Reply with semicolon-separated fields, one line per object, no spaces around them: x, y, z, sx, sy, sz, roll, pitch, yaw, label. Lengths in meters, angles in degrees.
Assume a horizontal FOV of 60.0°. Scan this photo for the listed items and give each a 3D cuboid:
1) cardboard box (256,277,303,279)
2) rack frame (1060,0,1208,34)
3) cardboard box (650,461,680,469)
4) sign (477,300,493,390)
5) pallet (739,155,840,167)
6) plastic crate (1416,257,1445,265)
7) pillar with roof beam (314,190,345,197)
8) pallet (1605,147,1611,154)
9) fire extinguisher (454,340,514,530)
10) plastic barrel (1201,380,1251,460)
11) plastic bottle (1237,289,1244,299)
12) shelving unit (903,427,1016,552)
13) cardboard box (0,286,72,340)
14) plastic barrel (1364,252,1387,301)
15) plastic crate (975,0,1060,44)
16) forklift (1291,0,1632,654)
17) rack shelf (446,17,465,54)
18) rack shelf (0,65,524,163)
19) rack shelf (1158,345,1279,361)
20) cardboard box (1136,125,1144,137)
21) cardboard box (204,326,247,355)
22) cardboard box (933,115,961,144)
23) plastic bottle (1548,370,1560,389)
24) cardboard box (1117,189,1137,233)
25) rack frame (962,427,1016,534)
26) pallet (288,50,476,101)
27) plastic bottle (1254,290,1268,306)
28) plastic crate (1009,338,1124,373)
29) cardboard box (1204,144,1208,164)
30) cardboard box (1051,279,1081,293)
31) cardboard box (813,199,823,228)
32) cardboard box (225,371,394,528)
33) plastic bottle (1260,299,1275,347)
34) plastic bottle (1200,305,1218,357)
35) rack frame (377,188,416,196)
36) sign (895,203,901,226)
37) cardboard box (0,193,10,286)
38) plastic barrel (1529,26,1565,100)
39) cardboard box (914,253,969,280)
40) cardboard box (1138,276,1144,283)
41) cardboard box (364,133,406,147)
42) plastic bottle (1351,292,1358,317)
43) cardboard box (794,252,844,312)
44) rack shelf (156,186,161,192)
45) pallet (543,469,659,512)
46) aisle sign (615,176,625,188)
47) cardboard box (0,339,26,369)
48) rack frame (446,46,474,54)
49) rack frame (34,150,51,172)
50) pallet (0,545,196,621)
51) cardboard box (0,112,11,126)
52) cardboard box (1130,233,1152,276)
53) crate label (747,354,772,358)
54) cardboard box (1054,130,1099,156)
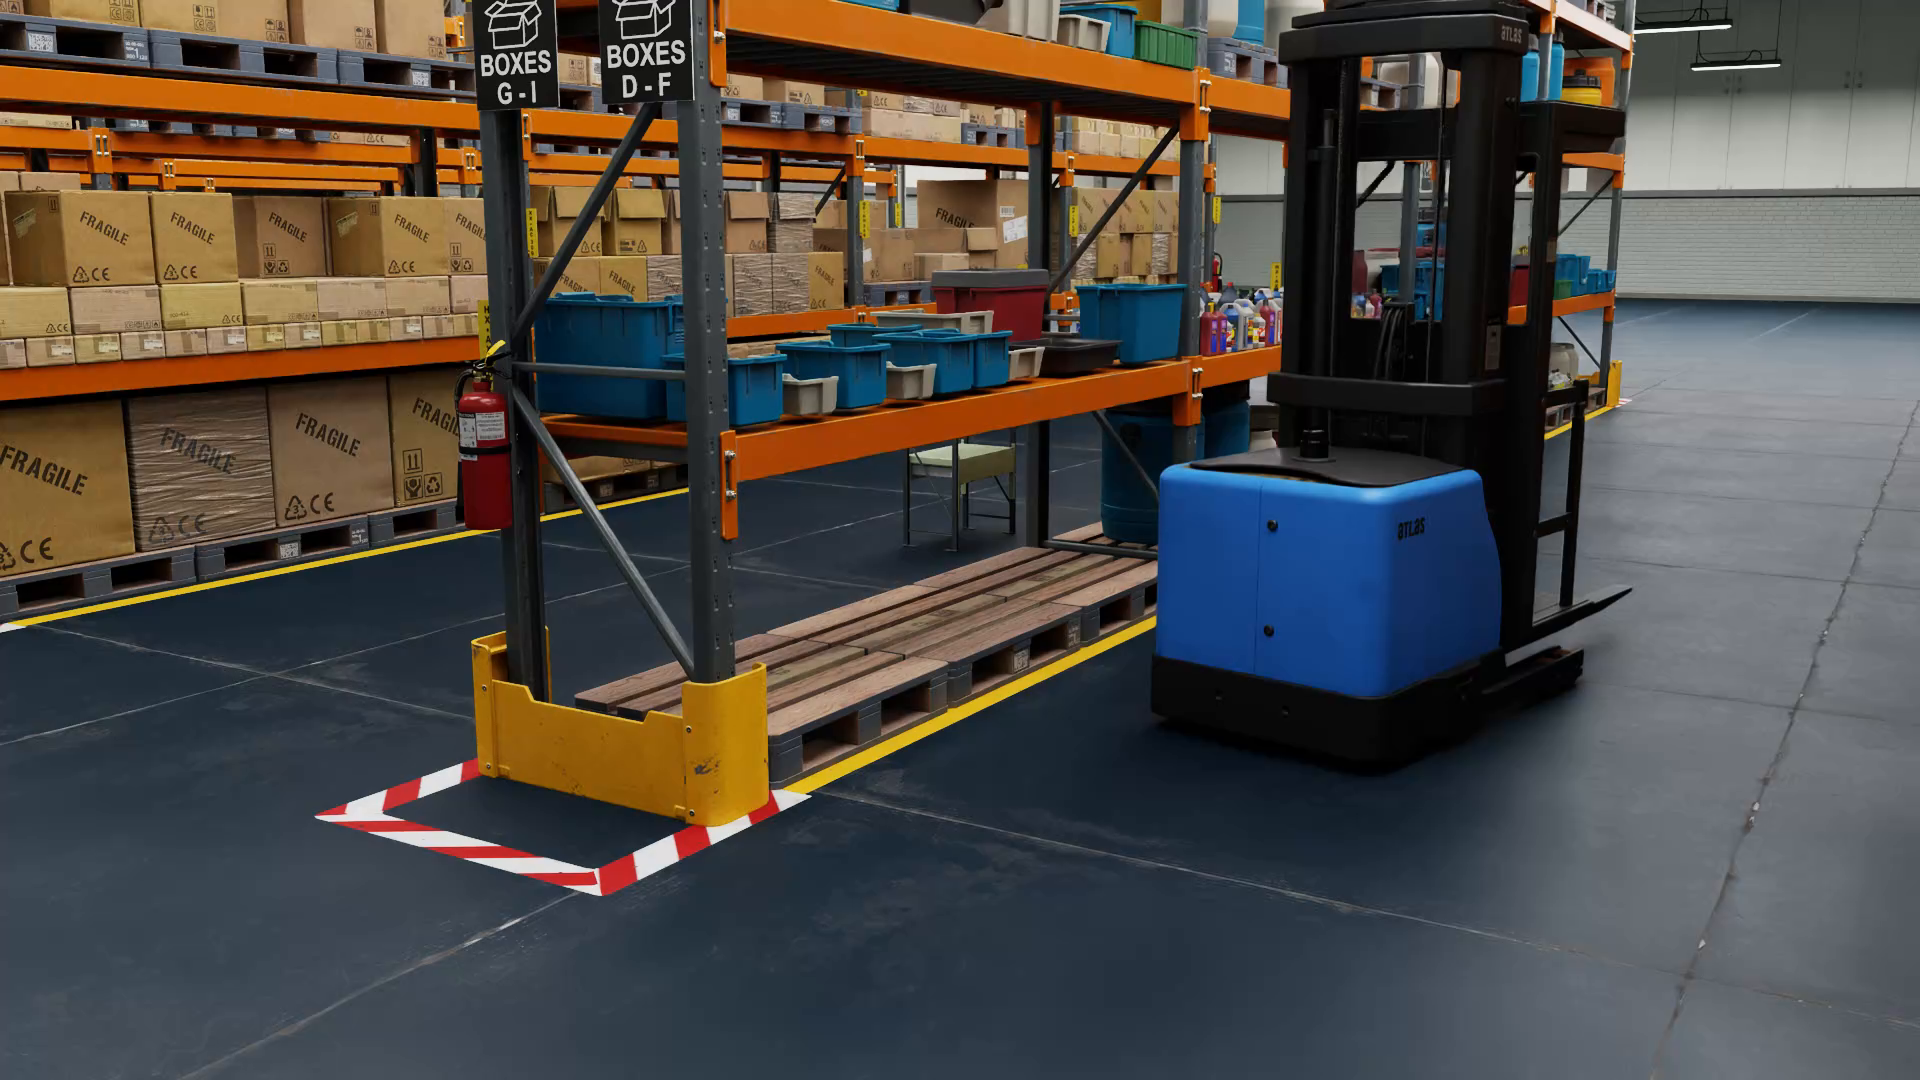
-4.391;-1.547;10.582;0.500;0.250;0.500;7;13;32;cardboard box
0.837;-4.159;8.631;1.000;3.000;0.127;6;12;31;rack frame
-2.618;-1.089;13.166;1.225;0.875;0.875;6;12;29;cardboard box
-1.719;-0.712;6.075;0.100;0.325;0.005;6;12;31;sign
-2.362;-5.181;22.482;1.003;0.211;1.213;6;12;31;pallet
4.014;-2.096;13.738;0.402;0.464;0.583;6;12;31;plastic crate
-7.333;-7.505;26.504;9.100;9.000;0.400;6;12;31;pillar with roof beam
6.554;-4.358;18.360;1.003;0.211;1.213;6;12;31;pallet
-1.707;-0.380;5.969;0.296;0.674;0.183;6;12;31;fire extinguisher
1.501;-0.581;10.380;0.600;0.901;0.708;6;12;31;plastic barrel
1.944;-1.619;11.683;0.061;0.283;0.133;6;12;31;plastic bottle
0.003;-0.738;10.736;0.431;1.500;0.755;6;12;31;shelving unit
-4.993;-1.177;8.602;0.500;0.250;0.500;6;12;29;cardboard box
3.265;-2.077;13.506;0.421;0.512;0.421;0;11;0;plastic barrel
0.174;-2.317;7.262;0.437;0.282;0.530;6;12;31;plastic crate
2.138;-0.818;7.275;1.121;2.935;3.031;9;14;41;forklift
-4.468;-5.516;18.918;1.077;0.370;4.000;6;12;31;rack shelf
-4.435;-2.490;9.820;1.077;0.370;4.000;6;12;31;rack shelf
1.875;-1.267;10.911;0.919;0.124;3.809;6;12;31;rack shelf
1.938;-4.813;19.596;0.380;0.149;0.250;7;13;32;cardboard box
-4.341;-1.158;9.584;0.380;0.149;0.250;6;12;30;cardboard box
-0.333;-3.925;15.941;0.500;0.250;0.500;7;13;32;cardboard box
6.082;-1.567;17.089;0.144;0.351;0.185;6;12;30;plastic bottle
1.726;-3.832;19.391;0.500;0.500;0.500;6;12;31;cardboard box
0.193;-0.796;11.044;0.400;1.500;0.023;6;12;31;rack frame
-3.830;-2.987;10.760;1.003;0.211;1.213;6;12;31;pallet
2.141;-1.645;11.853;0.097;0.271;0.097;0;11;0;plastic bottle
5.660;-0.959;7.056;10.364;0.629;4.185;6;12;31;plastic crate
2.800;-4.871;20.994;0.500;0.250;0.500;7;13;32;cardboard box
1.126;-2.823;18.481;0.380;0.149;0.250;6;12;31;cardboard box
-2.356;-4.344;22.580;0.875;0.550;0.500;6;12;31;cardboard box
-4.275;-0.608;10.597;0.875;0.875;0.875;6;12;31;cardboard box
1.853;-1.310;10.030;0.061;0.283;0.133;6;12;31;plastic bottle
1.392;-1.170;9.284;0.061;0.283;0.133;6;12;31;plastic bottle
-9.880;-4.991;29.378;1.000;3.000;0.127;6;12;31;rack frame
-0.896;-4.692;23.990;0.100;0.325;0.005;6;12;31;sign
-5.445;-1.597;8.811;0.500;0.500;0.500;7;12;31;cardboard box
5.598;-4.542;16.324;0.600;0.901;0.708;6;12;31;plastic barrel
-0.253;-2.687;16.336;0.500;0.250;0.500;6;12;29;cardboard box
1.984;-3.104;19.981;0.380;0.149;0.250;6;12;31;cardboard box
-5.834;-4.132;16.365;0.500;0.500;0.500;6;12;31;cardboard box
2.670;-1.558;11.389;0.097;0.271;0.097;0;11;0;plastic bottle
-1.364;-2.261;14.520;0.500;0.500;0.500;7;13;32;cardboard box
-3.375;-2.427;11.628;20.754;4.106;7.935;6;12;31;rack shelf
-3.060;-0.442;12.654;1.003;0.211;1.213;6;12;31;pallet
-5.356;-5.777;26.513;0.394;0.787;0.004;6;12;31;aisle sign
-5.007;-0.955;8.503;0.380;0.149;0.250;7;12;31;cardboard box
-3.399;-4.633;11.160;0.949;2.616;0.053;6;12;31;rack frame
-7.580;-2.173;14.325;0.949;2.616;0.053;6;12;31;rack frame
-5.125;0.183;9.318;1.003;0.211;1.213;6;12;31;pallet
-7.876;-3.394;13.100;0.500;0.250;0.500;6;12;31;cardboard box
1.801;-3.440;20.013;0.875;0.500;0.500;6;12;31;cardboard box
-0.685;-0.717;7.101;0.396;0.136;0.243;6;12;31;crate label
1.209;-4.389;18.416;0.500;0.250;0.500;6;12;28;cardboard box
